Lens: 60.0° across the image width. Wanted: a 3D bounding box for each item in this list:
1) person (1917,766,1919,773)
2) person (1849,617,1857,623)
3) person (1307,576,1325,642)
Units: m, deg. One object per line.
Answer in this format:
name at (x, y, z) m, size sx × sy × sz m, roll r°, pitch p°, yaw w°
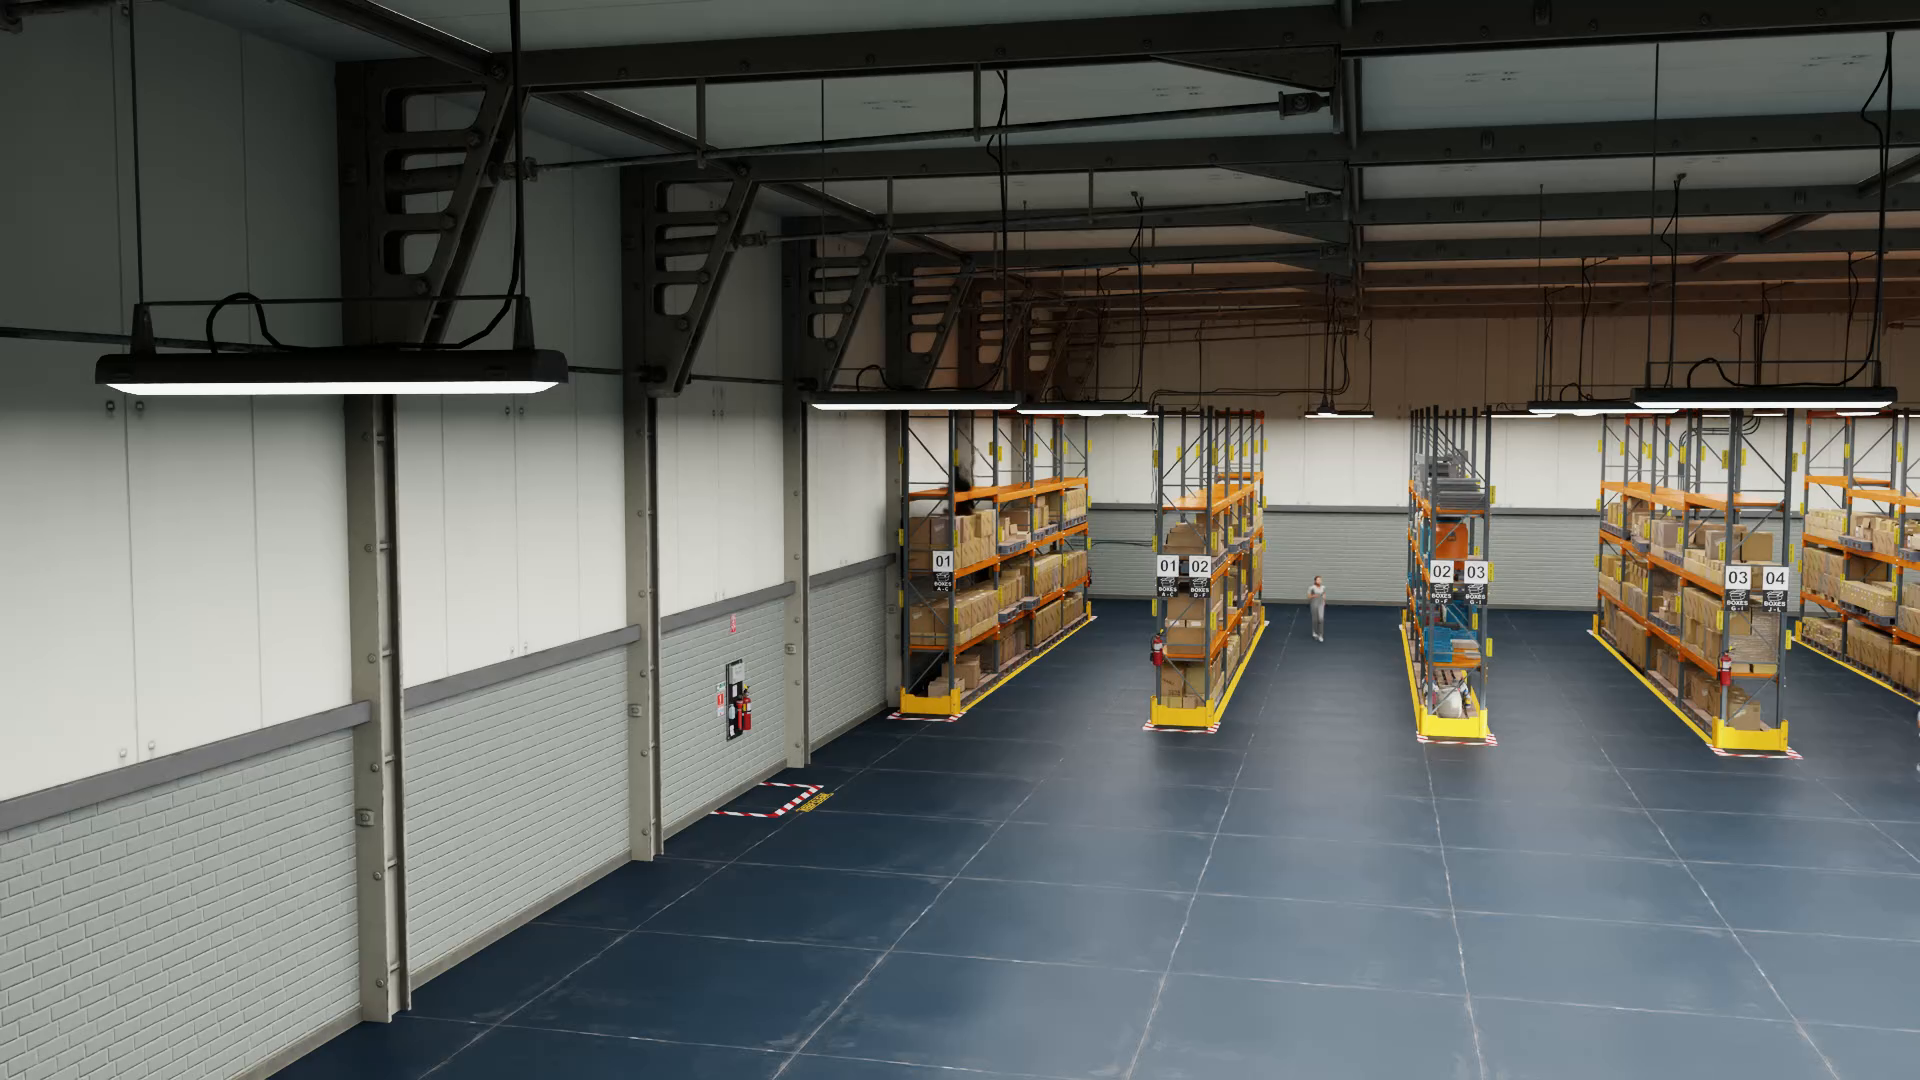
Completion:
person at (15.034, 3.081, 25.623) m, size 0.603 × 1.639 × 0.541 m, roll -3°, pitch 5°, yaw -37°
person at (23.789, 1.690, 44.099) m, size 0.750 × 1.744 × 0.945 m, roll -1°, pitch 4°, yaw -15°
person at (9.303, 1.785, 43.421) m, size 0.539 × 1.732 × 0.762 m, roll 0°, pitch 4°, yaw 0°
